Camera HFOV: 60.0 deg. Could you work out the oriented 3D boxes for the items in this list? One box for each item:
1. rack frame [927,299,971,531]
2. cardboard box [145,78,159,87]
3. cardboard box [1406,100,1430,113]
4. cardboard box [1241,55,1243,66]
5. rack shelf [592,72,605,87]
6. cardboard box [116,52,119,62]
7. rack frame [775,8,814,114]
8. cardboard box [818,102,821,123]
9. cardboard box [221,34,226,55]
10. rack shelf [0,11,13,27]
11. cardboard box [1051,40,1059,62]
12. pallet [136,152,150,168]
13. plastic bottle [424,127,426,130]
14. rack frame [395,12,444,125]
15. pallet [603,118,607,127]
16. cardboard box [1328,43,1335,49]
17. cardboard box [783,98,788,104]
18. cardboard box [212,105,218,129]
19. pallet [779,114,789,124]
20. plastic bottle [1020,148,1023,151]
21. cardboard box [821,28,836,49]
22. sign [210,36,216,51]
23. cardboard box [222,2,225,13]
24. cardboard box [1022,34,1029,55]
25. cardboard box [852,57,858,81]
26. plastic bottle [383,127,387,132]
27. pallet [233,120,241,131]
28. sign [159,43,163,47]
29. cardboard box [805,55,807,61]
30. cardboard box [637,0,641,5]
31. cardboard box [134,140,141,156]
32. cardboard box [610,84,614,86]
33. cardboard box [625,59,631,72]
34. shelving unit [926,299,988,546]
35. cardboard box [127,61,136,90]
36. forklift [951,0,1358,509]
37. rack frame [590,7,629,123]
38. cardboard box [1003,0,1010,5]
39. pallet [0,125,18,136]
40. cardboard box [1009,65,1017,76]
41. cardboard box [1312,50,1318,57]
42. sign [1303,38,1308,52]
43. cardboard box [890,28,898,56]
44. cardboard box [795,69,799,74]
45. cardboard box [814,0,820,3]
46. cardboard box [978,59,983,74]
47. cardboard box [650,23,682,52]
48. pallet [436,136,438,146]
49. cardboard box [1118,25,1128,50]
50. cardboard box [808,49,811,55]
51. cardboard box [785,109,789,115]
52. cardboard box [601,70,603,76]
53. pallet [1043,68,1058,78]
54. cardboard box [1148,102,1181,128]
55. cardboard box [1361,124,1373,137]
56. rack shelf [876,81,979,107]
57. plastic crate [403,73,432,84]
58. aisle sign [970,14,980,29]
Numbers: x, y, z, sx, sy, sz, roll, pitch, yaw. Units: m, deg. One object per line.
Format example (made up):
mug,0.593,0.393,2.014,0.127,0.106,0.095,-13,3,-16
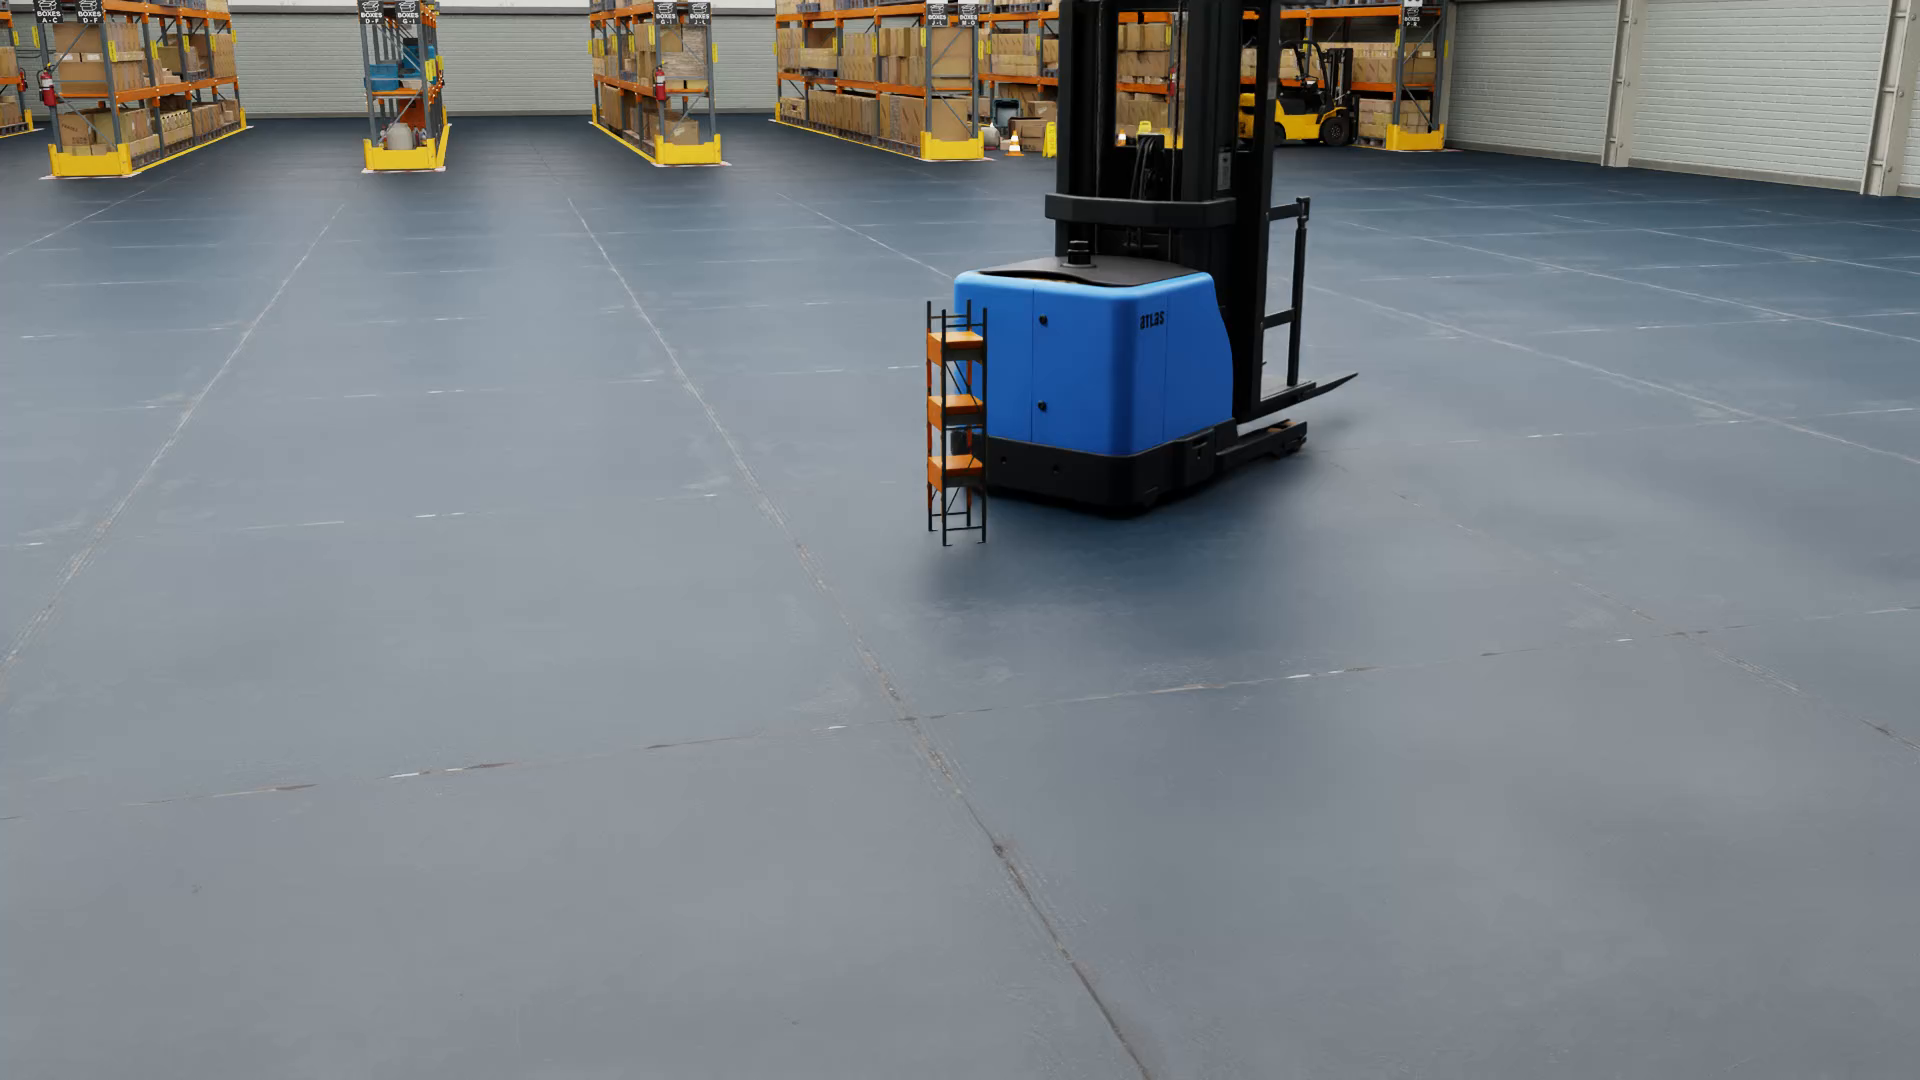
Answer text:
rack frame,-0.048,-0.551,7.463,0.200,1.050,0.008,-5,17,-15
cardboard box,-15.619,-8.787,31.928,0.380,0.149,0.250,-5,17,-15
cardboard box,9.403,-9.010,34.544,0.500,0.250,0.500,-5,17,-16
cardboard box,7.017,-11.735,40.698,0.500,0.250,0.500,-5,17,-15
rack shelf,-8.795,-11.850,42.938,1.077,0.370,4.000,-5,17,-15
cardboard box,-14.584,-8.236,28.354,0.380,0.149,0.250,-5,17,-16
rack frame,-4.548,-13.112,45.888,1.000,3.000,0.127,-5,17,-15
cardboard box,-3.196,-10.494,40.788,0.500,0.500,0.500,-4,17,-14
cardboard box,-18.056,-11.966,40.162,0.500,0.500,0.500,-4,17,-14
rack shelf,-23.083,-12.112,38.595,1.077,0.370,4.000,-5,17,-15
cardboard box,2.434,-11.423,38.847,0.500,0.500,0.500,-4,17,-12
pallet,-15.055,-6.749,29.554,1.003,0.211,1.213,-5,17,-15
plastic bottle,-10.355,-7.823,32.123,0.144,0.351,0.185,-5,17,-17
rack frame,-14.107,-12.356,43.372,1.000,3.000,0.127,-5,17,-15
pallet,-8.718,-10.860,43.240,1.003,0.211,1.213,-5,17,-15
cardboard box,8.265,-10.780,36.308,0.380,0.149,0.250,-4,17,-14
cardboard box,-4.593,-11.914,45.093,0.380,0.149,0.250,-5,17,-15
cardboard box,-17.232,-9.621,37.849,0.500,0.500,0.500,-5,17,-15
pallet,-4.338,-11.528,45.462,1.003,0.211,1.213,-5,17,-15
plastic bottle,1.135,-7.933,33.757,0.133,0.061,0.283,-12,20,-34
cardboard box,-3.338,-12.819,42.484,0.500,0.500,0.500,-4,17,-14
sign,-17.238,-11.458,38.372,0.100,0.325,0.005,-5,17,-15
cardboard box,-18.349,-13.070,40.795,0.500,0.250,0.500,-5,17,-15
cardboard box,1.840,-12.109,40.637,0.500,0.500,0.500,-4,17,-14
cardboard box,-2.070,-10.383,36.631,0.500,0.500,0.500,-5,17,-16
plastic bottle,-10.934,-7.671,31.614,0.144,0.351,0.185,-5,18,-18
pallet,-18.629,-10.388,41.669,1.003,0.211,1.213,-5,17,-15
sign,-18.291,-11.229,38.114,0.100,0.325,0.005,-5,17,-15
cardboard box,-3.638,-11.940,41.178,0.380,0.149,0.250,-4,17,-14
cardboard box,-5.893,-10.364,31.788,0.500,0.250,0.500,-5,18,-17
cardboard box,-14.685,-6.866,29.146,0.500,0.250,0.500,-5,17,-15
cardboard box,-8.350,-11.014,41.867,0.875,0.875,0.875,-5,17,-15
cardboard box,-6.906,-10.182,35.667,0.500,0.250,0.500,-5,17,-17
shelving unit,-0.015,-0.518,7.350,0.215,1.050,0.252,-5,17,-15
cardboard box,-15.159,-8.287,29.654,0.700,0.500,0.500,-4,17,-14
forklift,1.238,-1.914,8.730,1.130,2.935,3.031,12,21,35
rack frame,-9.344,-12.748,44.676,1.000,3.000,0.127,-5,17,-15
cardboard box,1.295,-13.573,41.885,0.380,0.166,0.250,-6,18,-19
pallet,-23.006,-9.685,39.329,1.003,0.211,1.213,-5,17,-15
cardboard box,1.548,-11.785,41.733,0.500,0.250,0.500,-5,17,-16
cardboard box,8.088,-10.855,37.074,0.380,0.149,0.250,-5,17,-16
sign,7.734,-11.076,37.237,0.100,0.325,0.005,-5,17,-15
cardboard box,-0.902,-9.974,33.303,0.875,0.550,0.550,-5,17,-15
cardboard box,-4.094,-12.233,43.399,0.380,0.149,0.250,-5,18,-18
cardboard box,-3.150,-13.255,40.241,0.797,0.503,0.637,-5,17,-16
cardboard box,0.763,-12.723,44.419,0.500,0.500,0.500,-5,17,-17
cardboard box,-5.336,-9.124,30.183,0.500,0.500,0.500,-5,17,-15
pallet,-11.401,-8.254,34.562,1.003,0.211,1.213,-5,17,-15
cardboard box,3.626,-10.458,34.625,0.700,0.500,0.500,-5,17,-16
cardboard box,-3.495,-11.938,40.653,0.380,0.149,0.250,-5,17,-16
cardboard box,-4.521,-11.564,44.961,0.380,0.149,0.250,-4,17,-15
cardboard box,-8.785,-11.722,41.697,0.380,0.149,0.250,-5,17,-16
pallet,2.681,-11.038,39.317,1.213,0.211,1.003,-5,17,-15
cardboard box,4.110,-8.550,33.447,0.500,0.500,0.500,-5,17,-15
cardboard box,8.792,-8.626,35.006,0.500,0.250,0.500,-5,17,-15
rack shelf,-0.700,-8.895,33.100,1.077,0.370,4.000,-5,17,-15
plastic crate,-10.244,-8.681,31.396,0.499,0.251,0.616,-5,17,-15
aisle sign,0.462,-14.821,47.058,0.394,0.787,0.004,-5,17,-15
